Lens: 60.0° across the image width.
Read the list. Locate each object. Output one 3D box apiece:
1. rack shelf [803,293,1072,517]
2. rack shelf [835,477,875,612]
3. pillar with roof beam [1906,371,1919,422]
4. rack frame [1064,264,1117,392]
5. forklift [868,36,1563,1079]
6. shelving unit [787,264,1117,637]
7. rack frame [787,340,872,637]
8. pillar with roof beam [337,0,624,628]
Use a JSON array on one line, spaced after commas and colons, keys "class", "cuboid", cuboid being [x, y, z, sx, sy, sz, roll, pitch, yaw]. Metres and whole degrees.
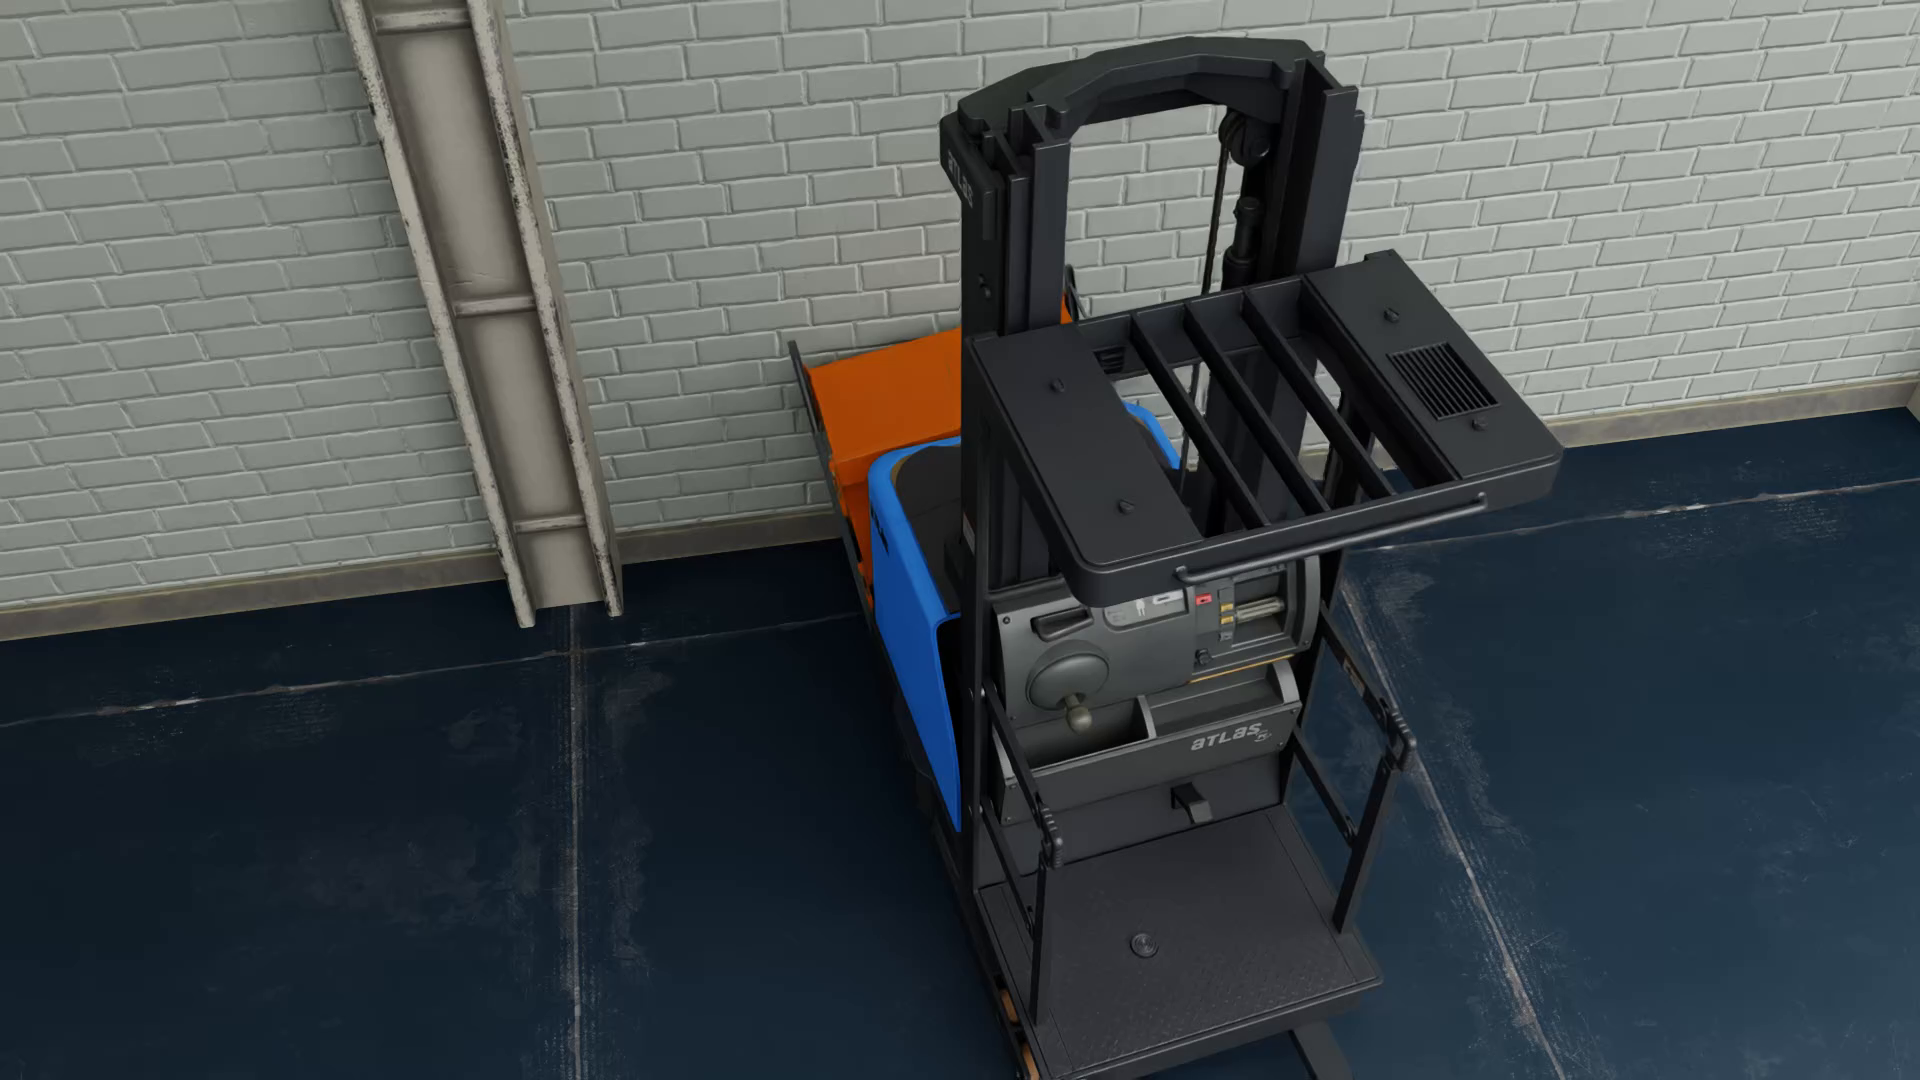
[{"class": "rack shelf", "cuboid": [-0.010, -0.489, 5.928, 1.000, 0.278, 0.538, -16, 48, -4]}, {"class": "rack shelf", "cuboid": [0.065, -0.138, 6.328, 1.000, 0.278, 0.538, -16, 48, -4]}, {"class": "pillar with roof beam", "cuboid": [5.114, -0.598, 1.077, 0.400, 9.000, 9.100, -7, 46, -7]}, {"class": "rack frame", "cuboid": [0.519, -0.437, 6.177, 0.032, 1.125, 0.500, -16, 48, -4]}, {"class": "forklift", "cuboid": [0.616, 0.347, 4.380, 1.130, 2.935, 3.031, -13, 48, -12]}, {"class": "shelving unit", "cuboid": [0.031, -0.298, 6.146, 1.048, 1.125, 0.538, -16, 48, -4]}, {"class": "rack frame", "cuboid": [-0.457, -0.159, 6.115, 0.032, 1.125, 0.500, -16, 48, -4]}, {"class": "pillar with roof beam", "cuboid": [-0.798, 0.139, 0.367, 0.400, 9.000, 9.100, -7, 46, -7]}]
